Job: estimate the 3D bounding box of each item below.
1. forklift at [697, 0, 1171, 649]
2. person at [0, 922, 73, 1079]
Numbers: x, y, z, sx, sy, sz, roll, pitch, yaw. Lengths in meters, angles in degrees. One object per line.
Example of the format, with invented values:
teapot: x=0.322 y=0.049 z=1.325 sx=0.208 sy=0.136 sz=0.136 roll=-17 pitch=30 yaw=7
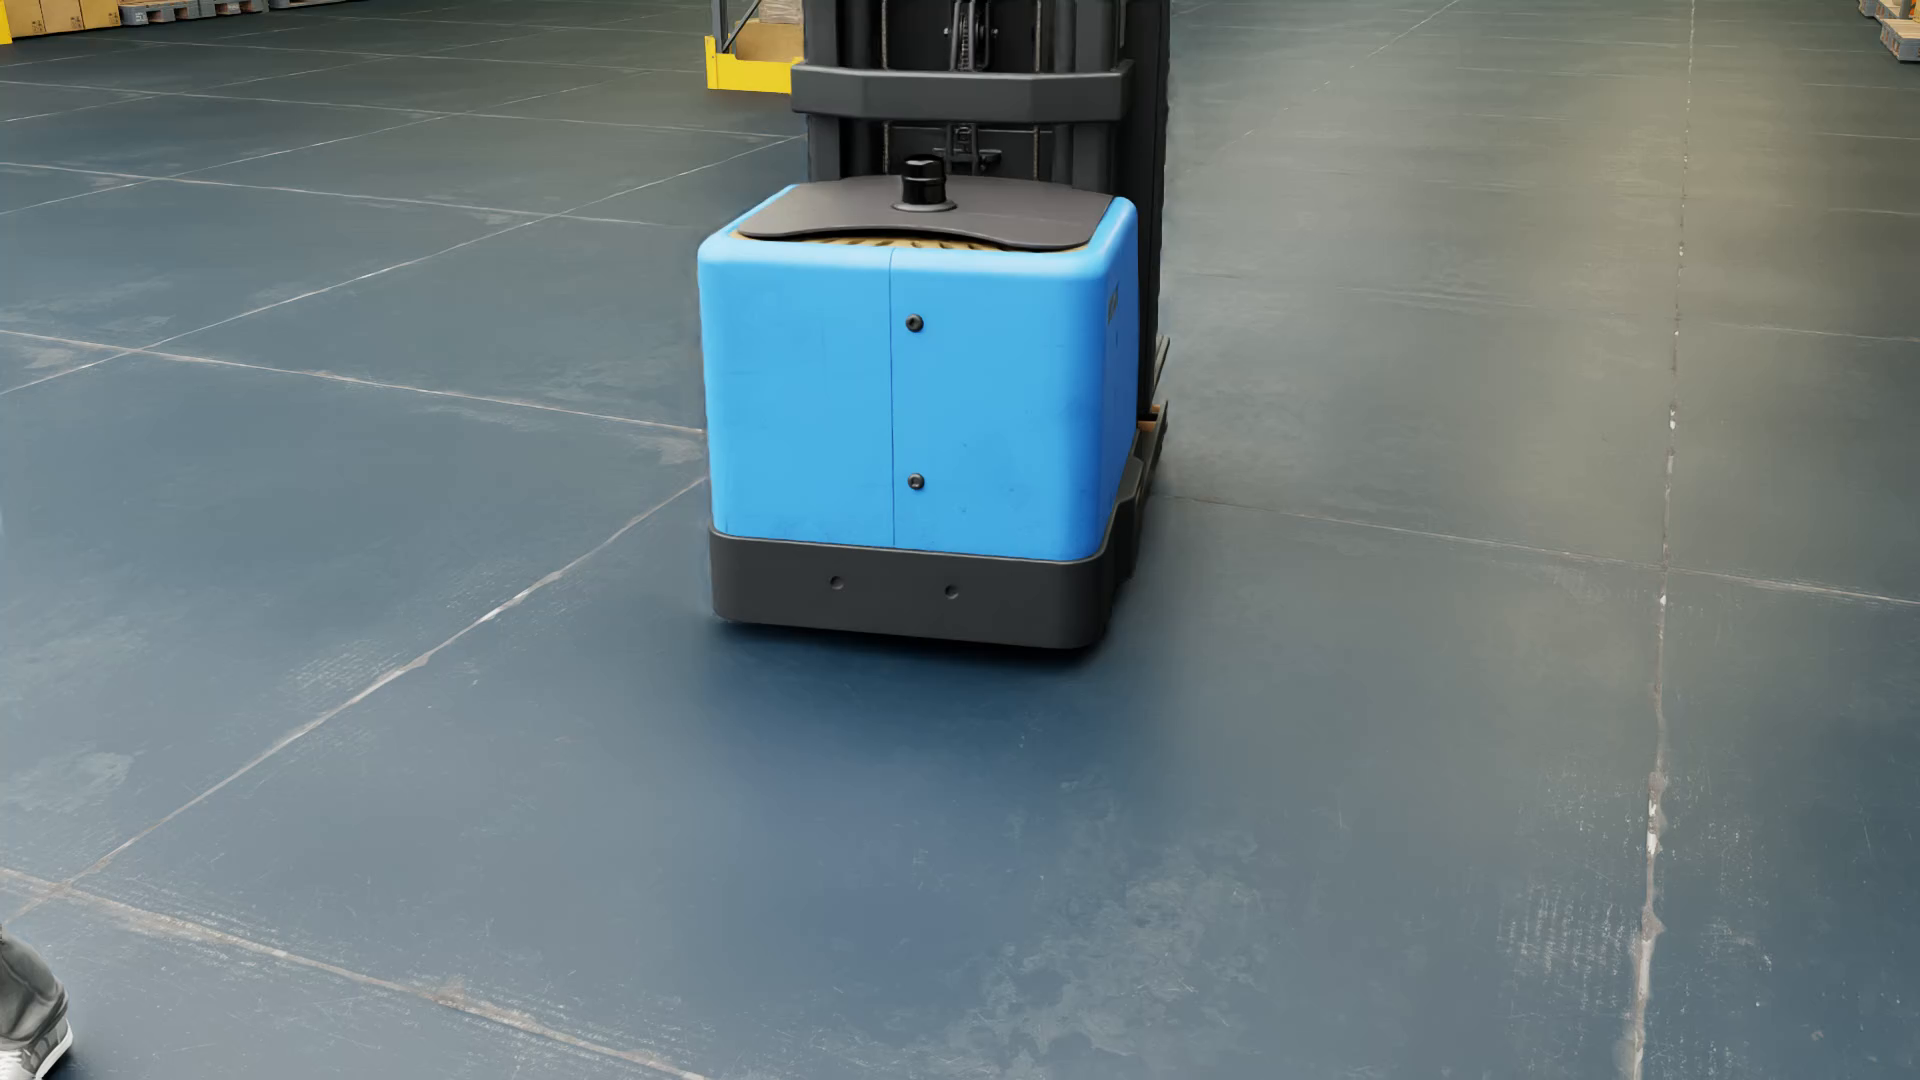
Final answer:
forklift: x=0.121 y=-1.611 z=5.148 sx=1.130 sy=2.935 sz=3.031 roll=4 pitch=23 yaw=10
person: x=-1.749 y=0.300 z=2.375 sx=0.826 sy=1.573 sz=0.701 roll=4 pitch=23 yaw=10
